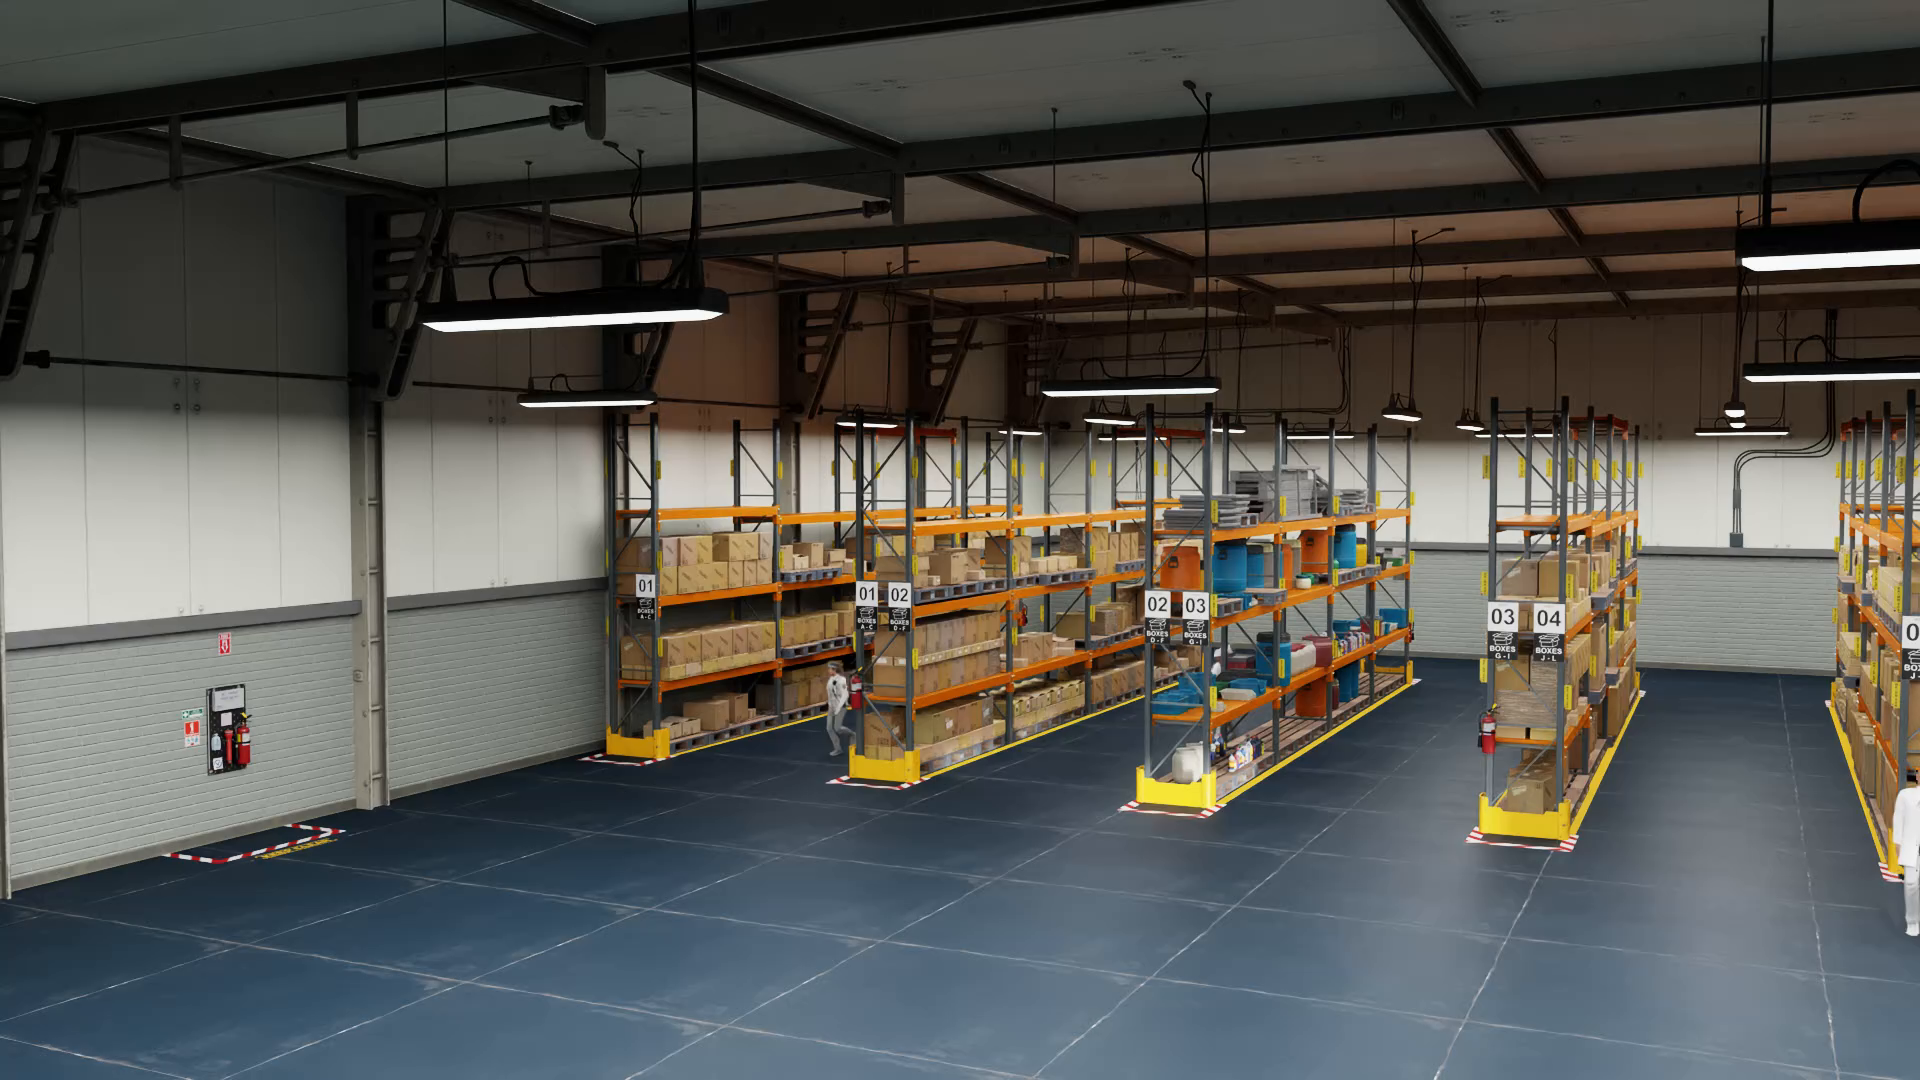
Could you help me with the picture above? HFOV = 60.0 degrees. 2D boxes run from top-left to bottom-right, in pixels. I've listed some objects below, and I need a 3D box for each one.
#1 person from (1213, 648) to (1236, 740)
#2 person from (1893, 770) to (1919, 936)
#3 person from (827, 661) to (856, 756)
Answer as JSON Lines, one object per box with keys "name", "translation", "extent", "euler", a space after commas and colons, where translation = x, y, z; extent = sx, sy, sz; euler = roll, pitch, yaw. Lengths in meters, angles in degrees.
{"name": "person", "translation": [4.783, 2.852, 30.464], "extent": [0.916, 1.753, 0.632], "euler": [-2, 3, -33]}
{"name": "person", "translation": [10.467, 3.379, 18.007], "extent": [0.624, 1.856, 0.568], "euler": [1, 3, 24]}
{"name": "person", "translation": [-2.113, 2.958, 29.330], "extent": [0.569, 1.641, 0.547], "euler": [-2, 3, -41]}
